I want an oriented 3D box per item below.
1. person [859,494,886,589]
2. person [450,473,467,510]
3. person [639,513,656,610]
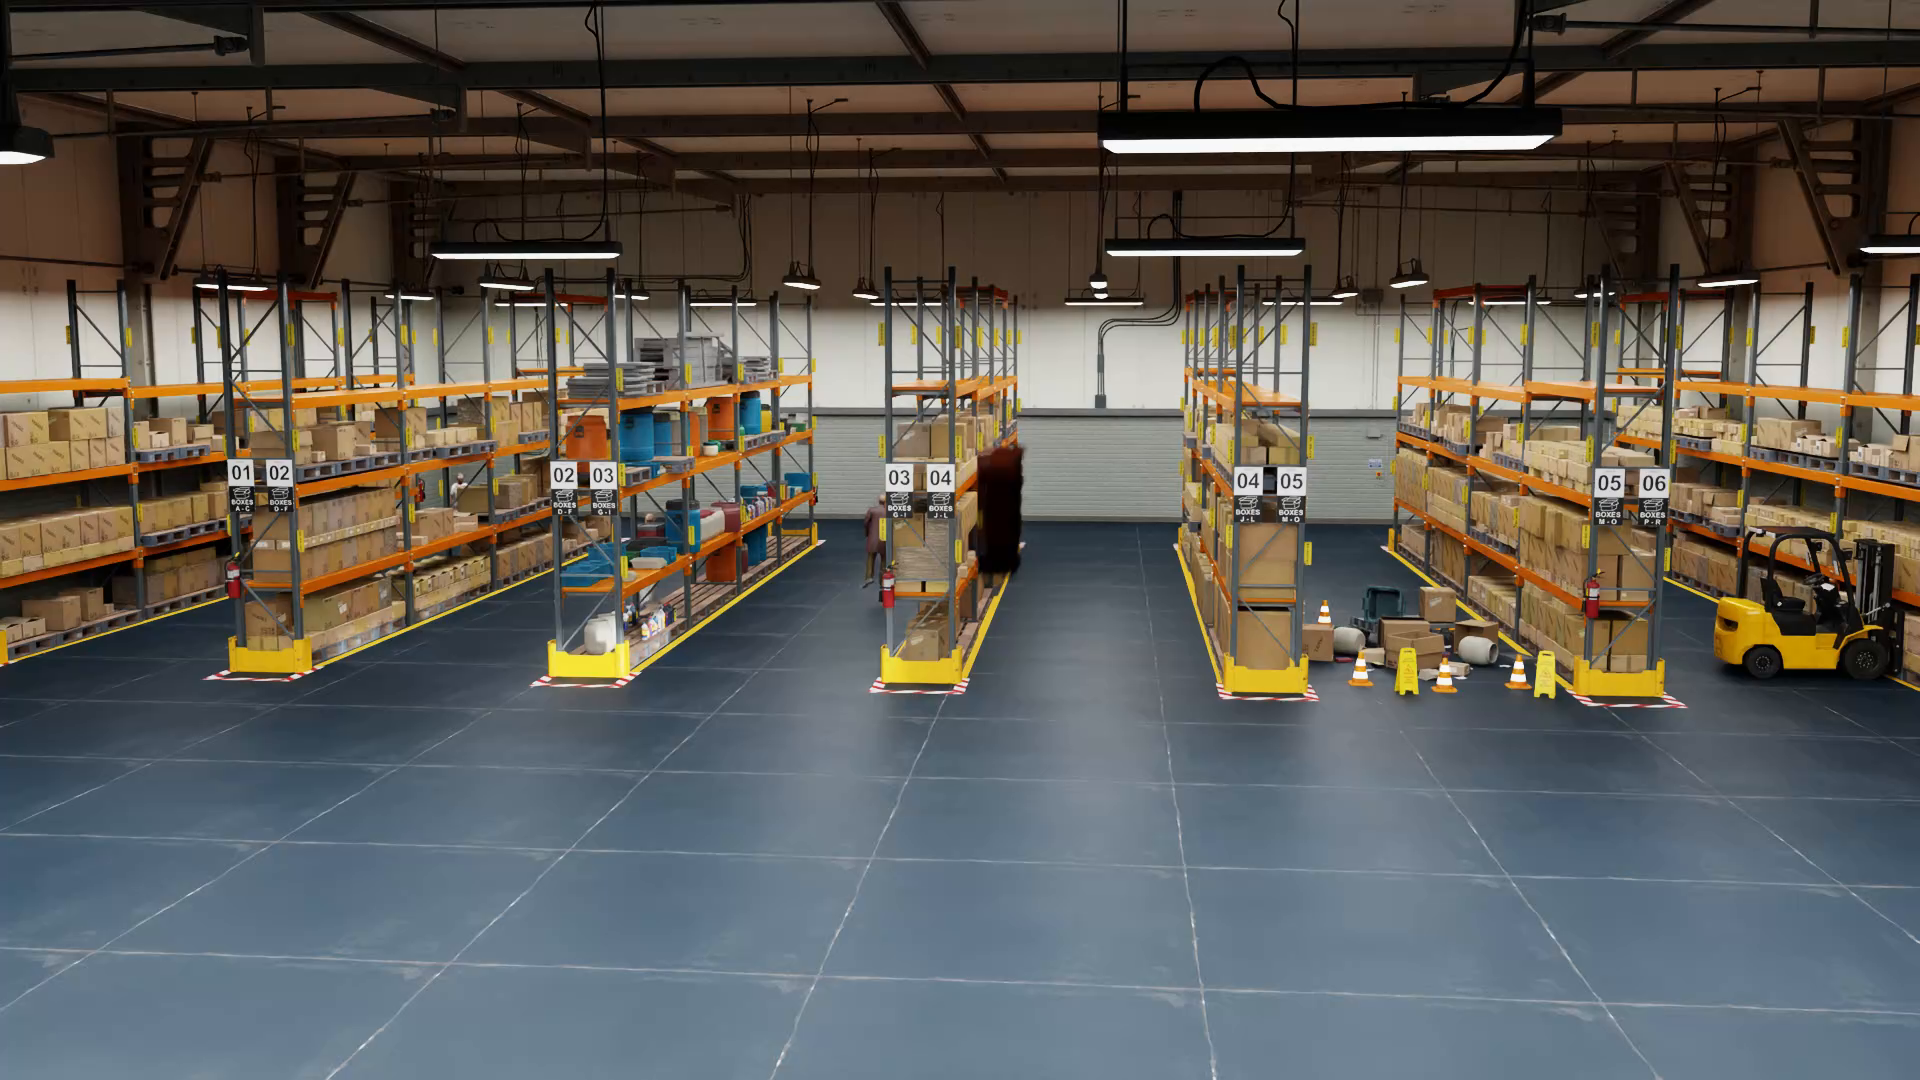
[{"bbox_3d":[-1.550,0.034,31.437,0.663,1.778,0.639,1,7,10],"label":"person"},{"bbox_3d":[-12.471,-0.863,41.430,0.437,1.621,1.014,0,7,1],"label":"person"},{"bbox_3d":[-5.639,0.408,30.104,0.625,1.776,0.538,-2,7,-19],"label":"person"}]
